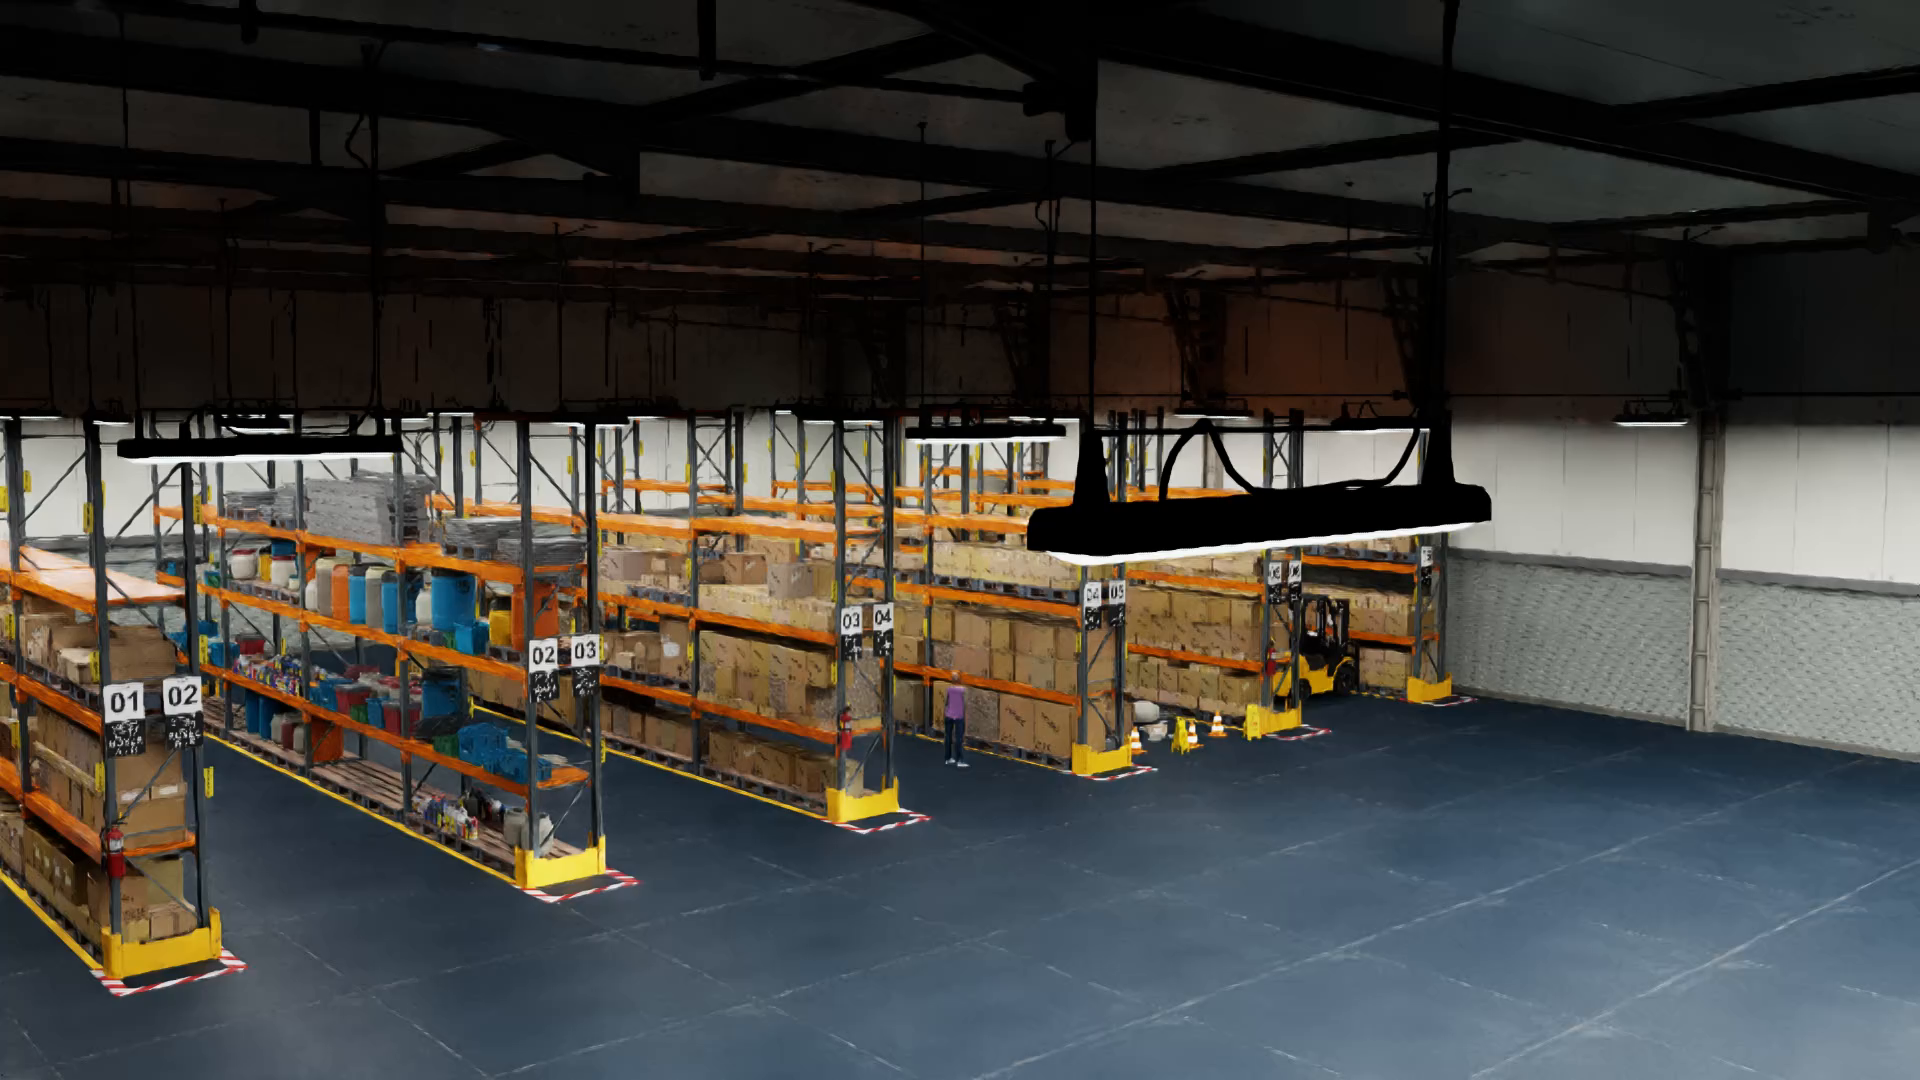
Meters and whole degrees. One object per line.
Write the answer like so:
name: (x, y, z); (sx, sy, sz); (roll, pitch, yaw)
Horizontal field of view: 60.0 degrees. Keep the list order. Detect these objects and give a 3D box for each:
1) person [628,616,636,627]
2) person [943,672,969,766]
person: (-8.935, 1.565, 44.264); (0.589, 1.778, 0.577); (0, 5, -5)
person: (-0.074, 3.039, 28.283); (0.468, 1.600, 0.405); (2, 5, 17)
